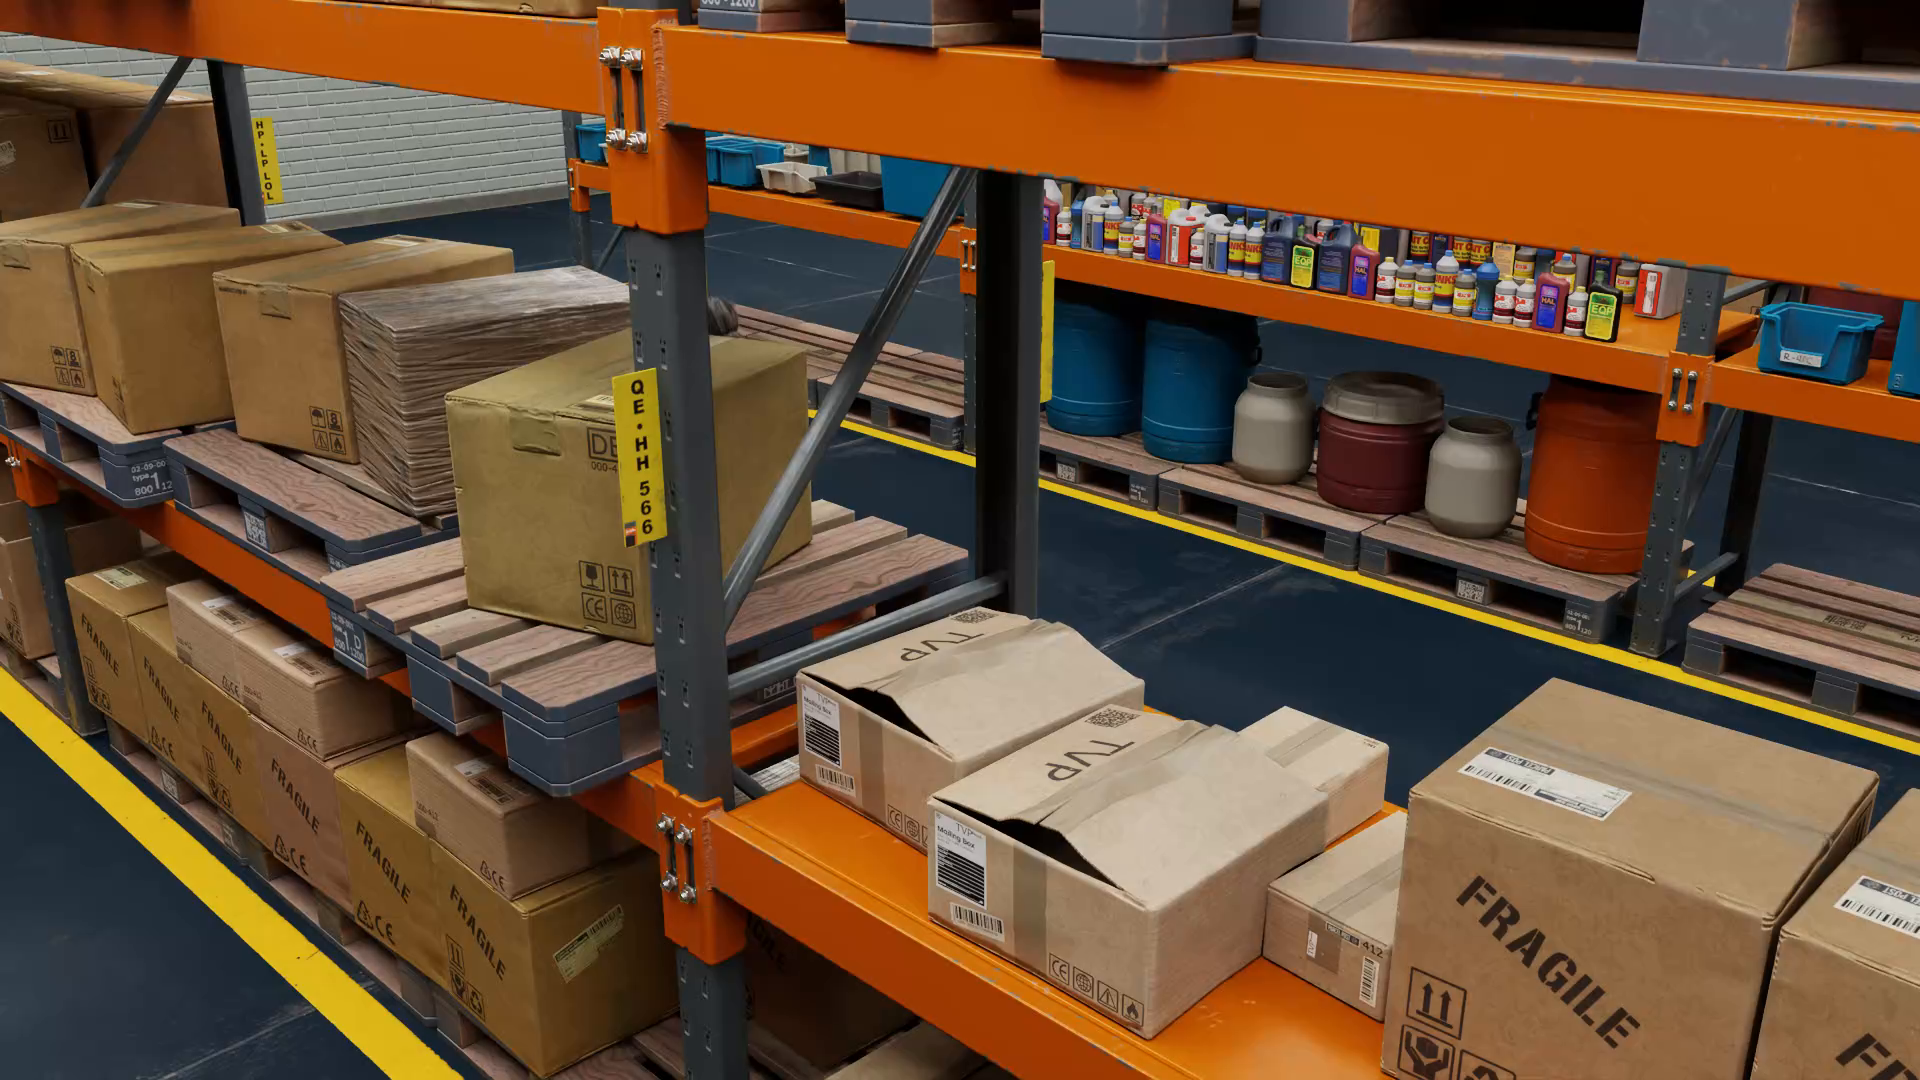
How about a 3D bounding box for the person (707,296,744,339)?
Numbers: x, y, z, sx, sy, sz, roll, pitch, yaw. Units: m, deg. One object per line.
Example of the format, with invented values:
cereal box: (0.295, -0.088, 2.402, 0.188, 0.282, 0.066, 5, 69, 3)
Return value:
person: (-0.966, -0.151, 6.536, 0.499, 1.632, 0.434, 18, 27, 40)
